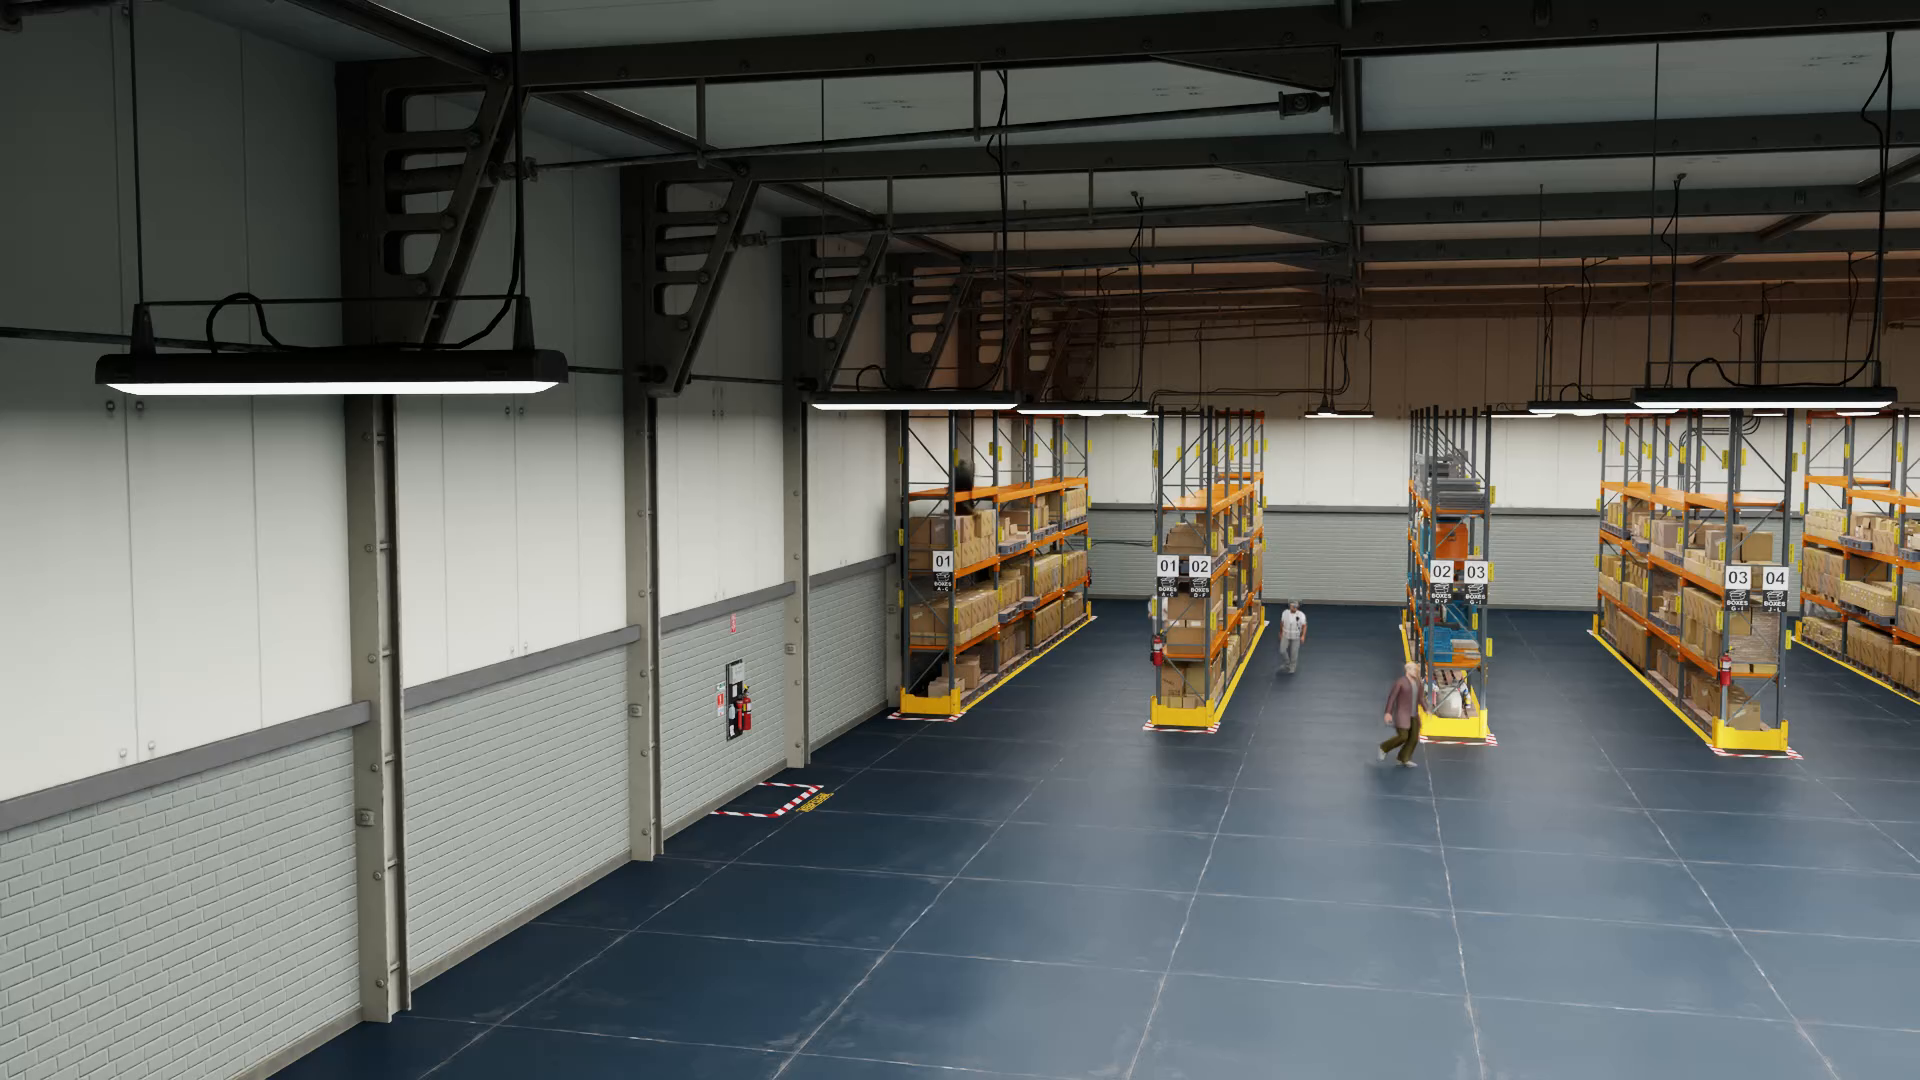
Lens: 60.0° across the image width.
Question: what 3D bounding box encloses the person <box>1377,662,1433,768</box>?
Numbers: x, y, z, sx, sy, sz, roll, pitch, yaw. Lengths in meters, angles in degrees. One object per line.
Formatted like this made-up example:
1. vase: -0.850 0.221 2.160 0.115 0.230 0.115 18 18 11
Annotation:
1. person: 7.321 2.876 27.477 0.739 1.743 0.734 -3 5 -34

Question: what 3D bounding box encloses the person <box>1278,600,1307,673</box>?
1. person: 7.489 2.183 37.512 0.685 1.698 0.658 1 4 19

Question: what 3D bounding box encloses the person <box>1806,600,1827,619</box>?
1. person: 23.080 1.799 44.875 0.783 1.391 0.538 -1 4 -18

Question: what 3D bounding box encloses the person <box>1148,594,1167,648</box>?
1. person: 4.879 1.943 40.449 0.627 1.799 0.725 1 4 8
